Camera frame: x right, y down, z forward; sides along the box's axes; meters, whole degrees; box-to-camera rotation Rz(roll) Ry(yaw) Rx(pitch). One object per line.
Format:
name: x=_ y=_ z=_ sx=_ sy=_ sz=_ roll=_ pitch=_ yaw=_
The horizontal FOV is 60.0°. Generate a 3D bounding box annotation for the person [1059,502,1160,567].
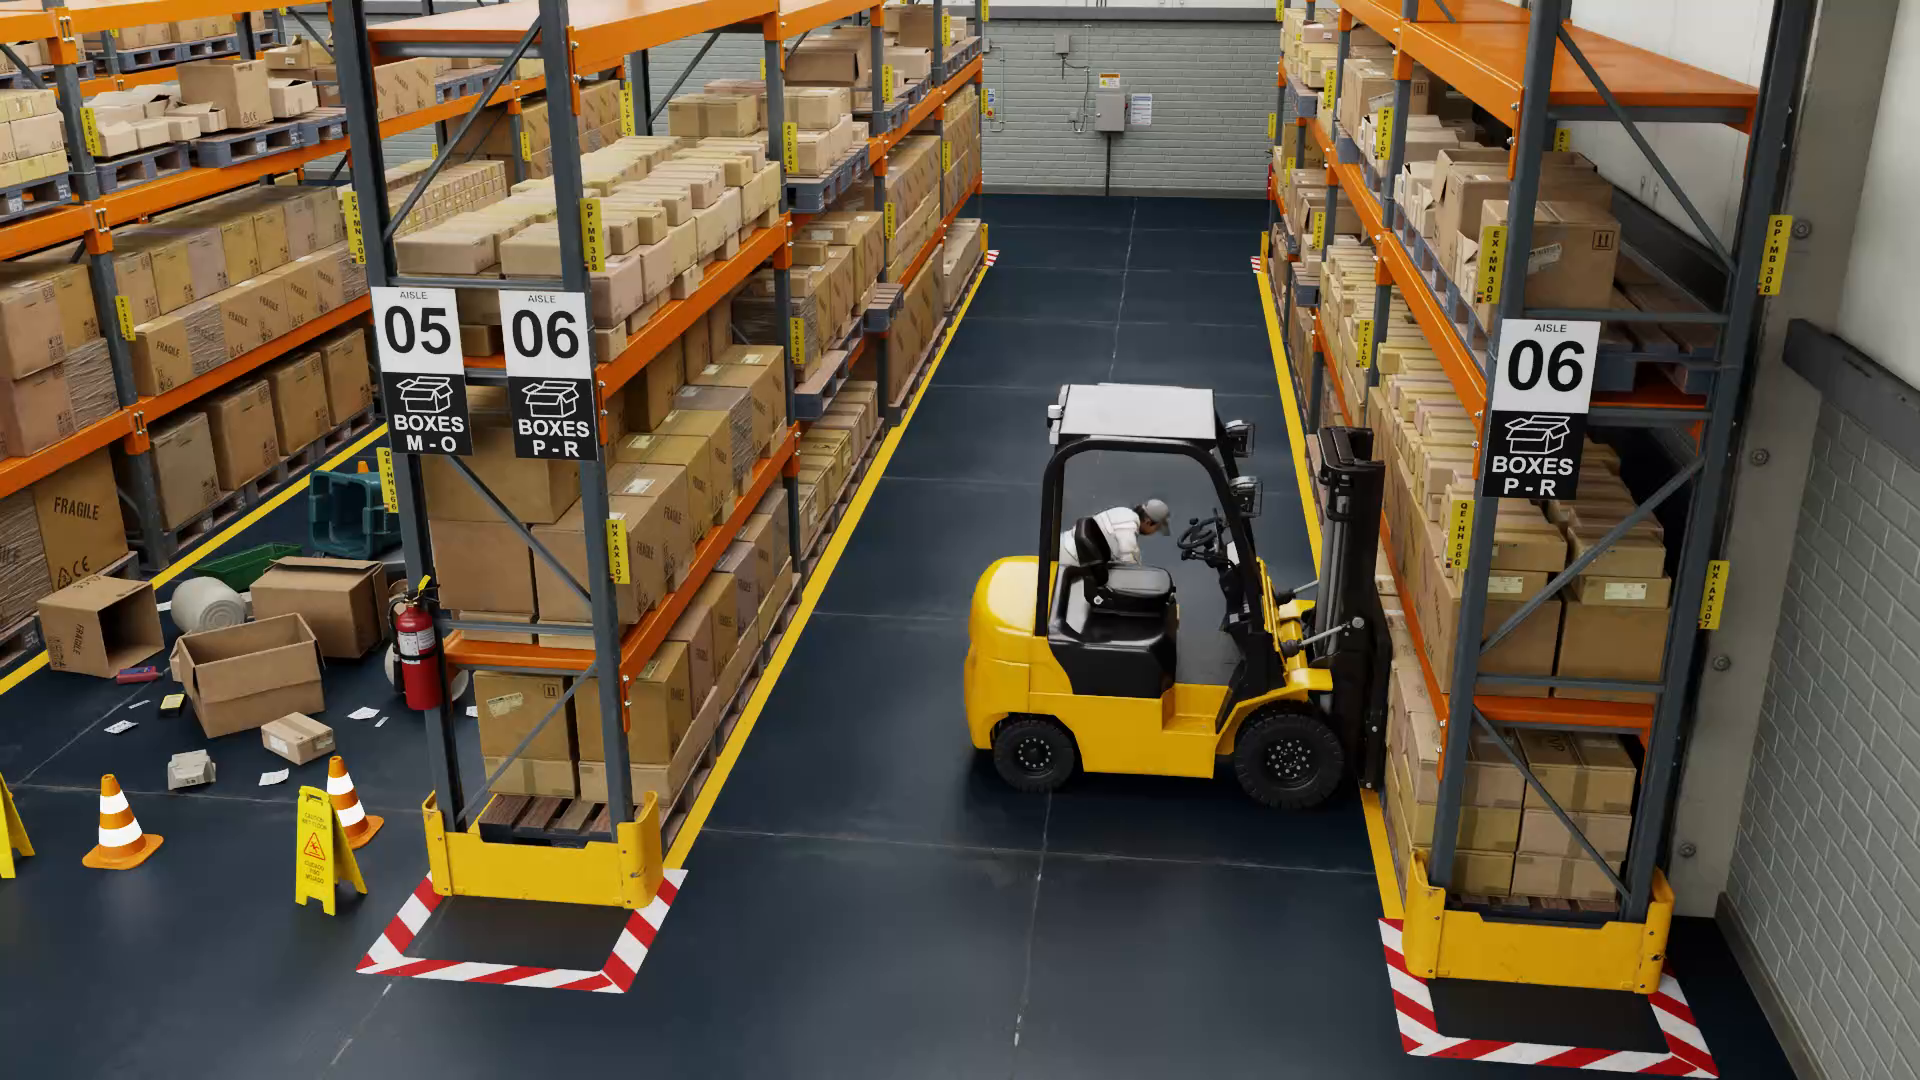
person: x=0.992 y=0.218 z=11.401 sx=0.810 sy=1.034 sz=0.532 roll=2 pitch=21 yaw=6
